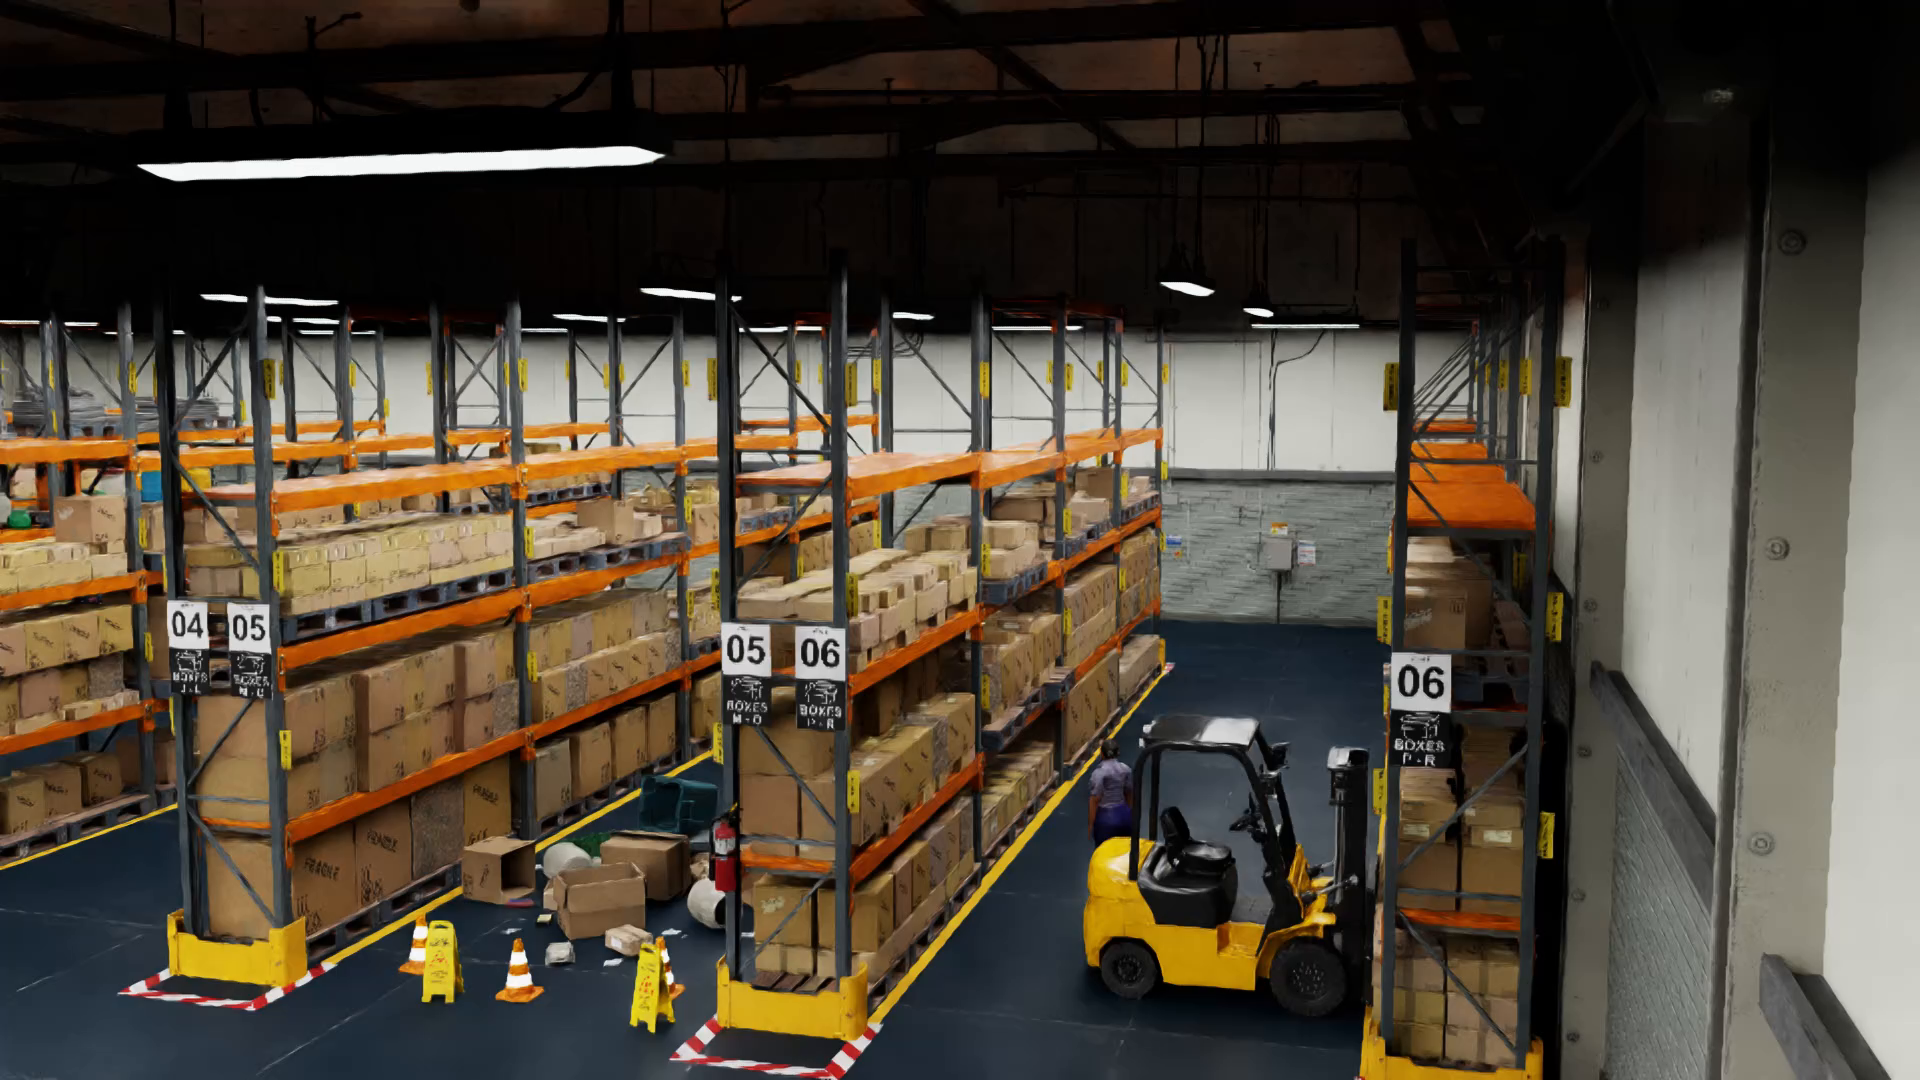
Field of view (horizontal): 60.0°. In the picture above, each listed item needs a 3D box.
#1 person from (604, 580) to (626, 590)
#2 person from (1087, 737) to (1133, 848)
[{"bbox_3d":[-5.800,1.344,28.111,0.575,1.689,1.128,1,6,13],"label":"person"},{"bbox_3d":[1.400,2.676,15.742,0.592,1.644,0.547,-6,8,-43],"label":"person"}]
